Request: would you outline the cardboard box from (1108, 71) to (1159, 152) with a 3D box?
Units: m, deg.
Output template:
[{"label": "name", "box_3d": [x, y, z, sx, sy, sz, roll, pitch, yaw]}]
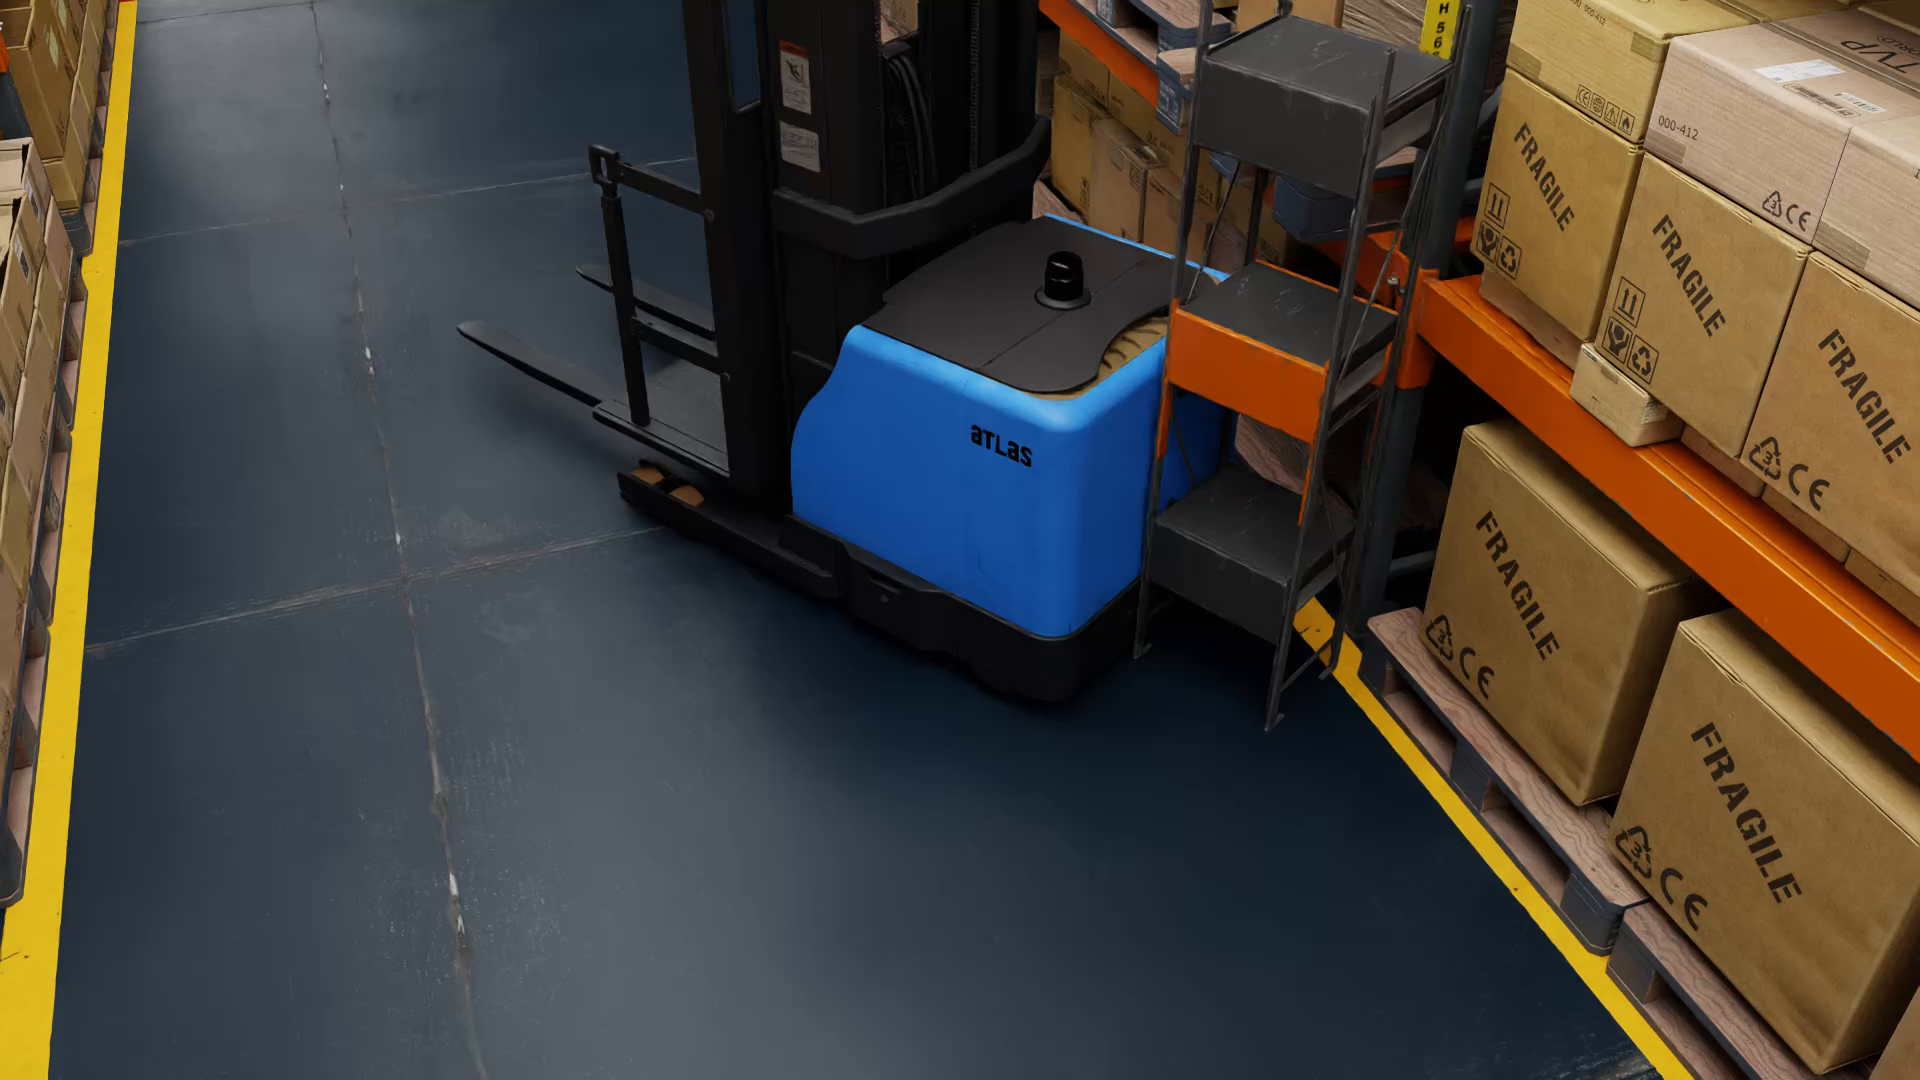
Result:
[{"label": "cardboard box", "box_3d": [0.937, -1.797, 6.731, 0.500, 0.250, 0.500, -14, 39, -17]}]

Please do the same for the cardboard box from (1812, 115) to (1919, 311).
[{"label": "cardboard box", "box_3d": [1.982, -0.585, 3.063, 0.500, 0.250, 0.500, -12, 39, -16]}]

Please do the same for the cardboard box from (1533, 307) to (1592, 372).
[{"label": "cardboard box", "box_3d": [1.681, -0.543, 4.170, 0.380, 0.149, 0.250, -12, 39, -15]}]

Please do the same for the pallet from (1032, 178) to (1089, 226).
[{"label": "pallet", "box_3d": [0.600, -1.720, 7.858, 1.003, 0.211, 1.213, -12, 39, -16]}]

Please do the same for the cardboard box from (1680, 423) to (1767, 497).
[{"label": "cardboard box", "box_3d": [1.895, -0.259, 3.793, 0.380, 0.149, 0.250, -13, 39, -16]}]

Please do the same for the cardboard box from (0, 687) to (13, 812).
[{"label": "cardboard box", "box_3d": [-2.847, 0.588, 4.413, 0.500, 0.250, 0.500, -13, 39, -16]}]

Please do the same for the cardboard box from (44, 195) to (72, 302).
[{"label": "cardboard box", "box_3d": [-3.905, -1.141, 6.708, 0.500, 0.250, 0.500, -13, 39, -16]}]

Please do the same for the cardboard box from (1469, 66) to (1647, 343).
[{"label": "cardboard box", "box_3d": [1.634, -0.853, 4.042, 0.500, 0.500, 0.500, -11, 38, -15]}]

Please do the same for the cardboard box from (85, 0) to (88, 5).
[{"label": "cardboard box", "box_3d": [-4.874, -3.071, 8.647, 0.500, 0.500, 0.500, -12, 39, -16]}]

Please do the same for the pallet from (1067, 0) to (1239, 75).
[{"label": "pallet", "box_3d": [0.987, -2.047, 6.134, 1.003, 0.211, 1.213, -12, 39, -16]}]

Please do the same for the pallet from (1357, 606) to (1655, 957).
[{"label": "pallet", "box_3d": [1.907, 0.561, 4.830, 1.003, 0.211, 1.213, -12, 39, -16]}]

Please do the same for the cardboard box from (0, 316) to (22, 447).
[{"label": "cardboard box", "box_3d": [-3.387, -0.510, 5.404, 0.500, 0.311, 0.500, -13, 39, -17]}]

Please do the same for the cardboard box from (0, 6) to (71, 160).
[{"label": "cardboard box", "box_3d": [-4.185, -1.941, 7.147, 0.500, 0.500, 0.500, -12, 39, -16]}]

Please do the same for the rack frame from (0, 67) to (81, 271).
[{"label": "rack frame", "box_3d": [-4.319, -2.246, 6.238, 1.000, 3.000, 0.127, -12, 39, -16]}]

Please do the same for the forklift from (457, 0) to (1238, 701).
[{"label": "forklift", "box_3d": [-0.573, -1.416, 5.194, 3.031, 2.935, 1.130, 26, 44, 30]}]

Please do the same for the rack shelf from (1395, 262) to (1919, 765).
[{"label": "rack shelf", "box_3d": [2.395, 0.404, 3.319, 1.077, 0.370, 4.000, -12, 39, -16]}]

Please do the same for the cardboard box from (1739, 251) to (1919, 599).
[{"label": "cardboard box", "box_3d": [1.975, -0.275, 3.275, 0.500, 0.500, 0.500, -13, 39, -16]}]

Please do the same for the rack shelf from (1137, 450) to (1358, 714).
[{"label": "rack shelf", "box_3d": [0.868, 0.120, 5.023, 0.480, 0.518, 0.431, 28, 45, 31]}]

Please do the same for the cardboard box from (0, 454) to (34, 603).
[{"label": "cardboard box", "box_3d": [-3.206, 0.012, 5.178, 0.500, 0.250, 0.500, -13, 39, -17]}]

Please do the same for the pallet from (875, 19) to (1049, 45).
[{"label": "pallet", "box_3d": [0.066, -2.532, 8.935, 1.003, 0.211, 1.213, -12, 39, -16]}]

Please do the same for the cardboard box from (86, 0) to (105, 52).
[{"label": "cardboard box", "box_3d": [-4.877, -2.771, 8.872, 0.500, 0.250, 0.500, -12, 39, -16]}]

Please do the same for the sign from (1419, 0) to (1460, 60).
[{"label": "sign", "box_3d": [1.201, -1.327, 4.122, 0.100, 0.325, 0.005, -12, 39, -16]}]

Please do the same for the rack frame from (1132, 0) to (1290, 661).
[{"label": "rack frame", "box_3d": [0.694, -0.544, 4.710, 0.015, 2.100, 0.400, 28, 45, 31]}]

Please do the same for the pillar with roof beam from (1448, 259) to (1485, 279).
[{"label": "pillar with roof beam", "box_3d": [-1.970, -3.432, 2.827, 9.100, 9.000, 0.400, -12, 39, -16]}]

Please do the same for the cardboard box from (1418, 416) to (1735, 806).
[{"label": "cardboard box", "box_3d": [1.837, 0.120, 4.535, 0.750, 0.750, 0.750, -13, 39, -17]}]

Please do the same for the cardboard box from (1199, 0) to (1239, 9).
[{"label": "cardboard box", "box_3d": [1.086, -2.192, 5.718, 0.700, 0.500, 0.500, -12, 39, -16]}]

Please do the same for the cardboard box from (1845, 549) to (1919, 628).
[{"label": "cardboard box", "box_3d": [2.072, 0.034, 3.404, 0.380, 0.149, 0.250, -12, 39, -15]}]

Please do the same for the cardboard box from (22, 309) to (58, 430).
[{"label": "cardboard box", "box_3d": [-3.556, -0.566, 5.944, 0.500, 0.250, 0.500, -12, 39, -15]}]

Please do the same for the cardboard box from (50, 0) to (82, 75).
[{"label": "cardboard box", "box_3d": [-4.529, -2.506, 7.897, 0.500, 0.500, 0.500, -12, 39, -16]}]

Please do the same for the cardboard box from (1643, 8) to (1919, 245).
[{"label": "cardboard box", "box_3d": [1.807, -0.867, 3.437, 0.500, 0.250, 0.500, -13, 39, -17]}]

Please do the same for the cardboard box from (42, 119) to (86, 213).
[{"label": "cardboard box", "box_3d": [-4.194, -1.640, 7.370, 0.500, 0.250, 0.500, -12, 39, -16]}]

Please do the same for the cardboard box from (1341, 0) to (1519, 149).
[{"label": "cardboard box", "box_3d": [1.536, -1.493, 4.790, 0.700, 0.500, 0.500, -17, 40, -21]}]

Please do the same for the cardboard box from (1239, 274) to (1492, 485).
[{"label": "cardboard box", "box_3d": [1.410, -0.587, 5.748, 0.700, 0.500, 0.500, -12, 39, -15]}]

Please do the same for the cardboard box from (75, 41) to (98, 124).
[{"label": "cardboard box", "box_3d": [-4.529, -2.207, 8.123, 0.500, 0.250, 0.500, -12, 39, -16]}]

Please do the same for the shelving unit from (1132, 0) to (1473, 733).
[{"label": "shelving unit", "box_3d": [0.879, -0.444, 4.586, 0.503, 2.100, 0.431, 28, 45, 31]}]

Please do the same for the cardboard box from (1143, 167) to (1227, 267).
[{"label": "cardboard box", "box_3d": [1.144, -1.177, 6.531, 0.700, 0.500, 0.500, -13, 39, -16]}]

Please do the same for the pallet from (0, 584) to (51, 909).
[{"label": "pallet", "box_3d": [-3.190, 0.655, 4.705, 1.003, 0.211, 1.213, -12, 39, -16]}]

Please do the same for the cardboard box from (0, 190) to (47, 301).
[{"label": "cardboard box", "box_3d": [-3.726, -1.077, 6.157, 0.500, 0.311, 0.500, -11, 38, -15]}]

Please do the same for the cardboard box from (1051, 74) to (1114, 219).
[{"label": "cardboard box", "box_3d": [0.824, -1.757, 7.301, 0.700, 0.500, 0.500, -13, 39, -17]}]

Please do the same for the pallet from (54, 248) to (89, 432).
[{"label": "pallet", "box_3d": [-4.029, -0.724, 6.535, 1.003, 0.211, 1.213, -12, 39, -16]}]

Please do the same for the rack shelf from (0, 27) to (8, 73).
[{"label": "rack shelf", "box_3d": [-3.631, -0.828, 4.955, 1.077, 0.370, 4.000, -12, 39, -16]}]

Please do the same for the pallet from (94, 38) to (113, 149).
[{"label": "pallet", "box_3d": [-4.977, -2.280, 8.601, 1.003, 0.211, 1.213, -12, 39, -16]}]

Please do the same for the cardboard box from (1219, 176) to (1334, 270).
[{"label": "cardboard box", "box_3d": [1.273, -1.221, 5.967, 0.500, 0.250, 0.500, -12, 39, -15]}]
